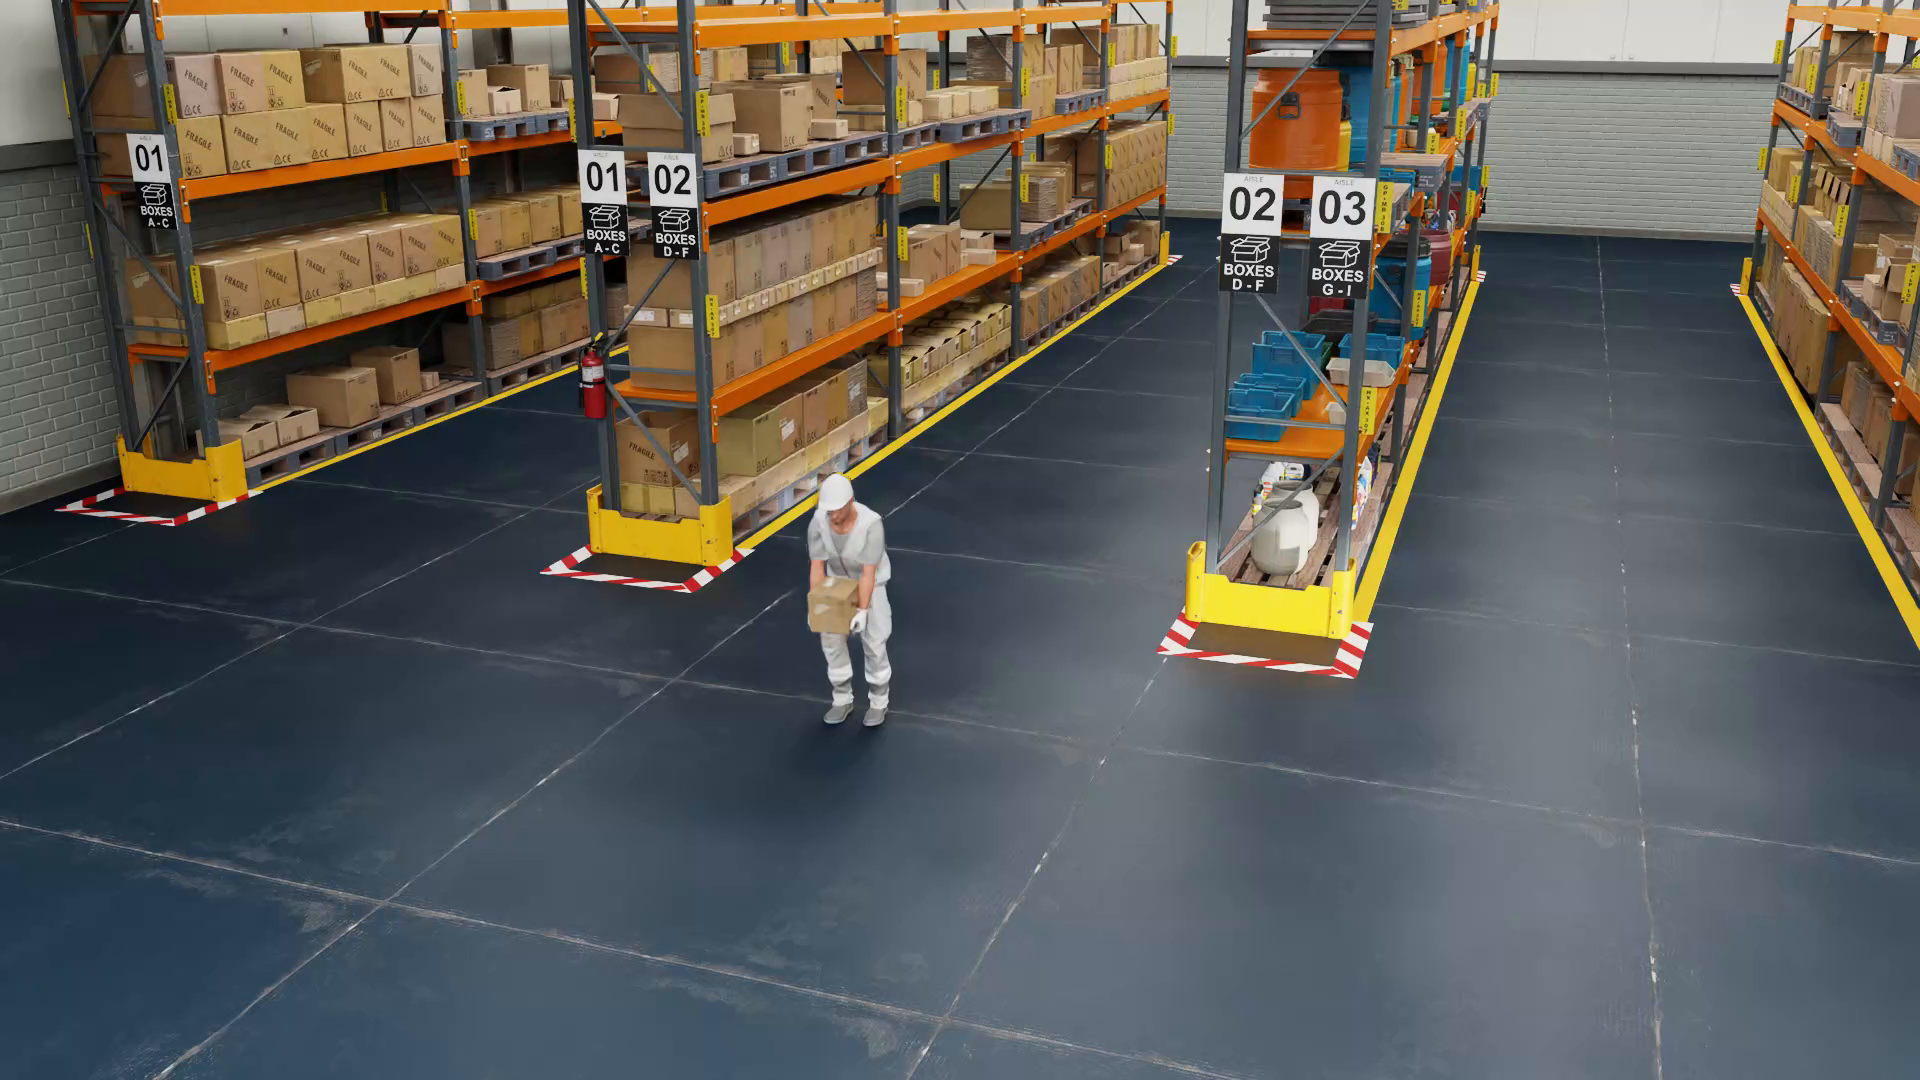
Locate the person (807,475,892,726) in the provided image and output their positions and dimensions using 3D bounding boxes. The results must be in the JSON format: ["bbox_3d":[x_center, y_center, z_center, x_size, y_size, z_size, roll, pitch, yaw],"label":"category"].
[{"bbox_3d":[-0.674,0.357,10.138,0.484,1.669,0.690,6,19,17],"label":"person"}]
